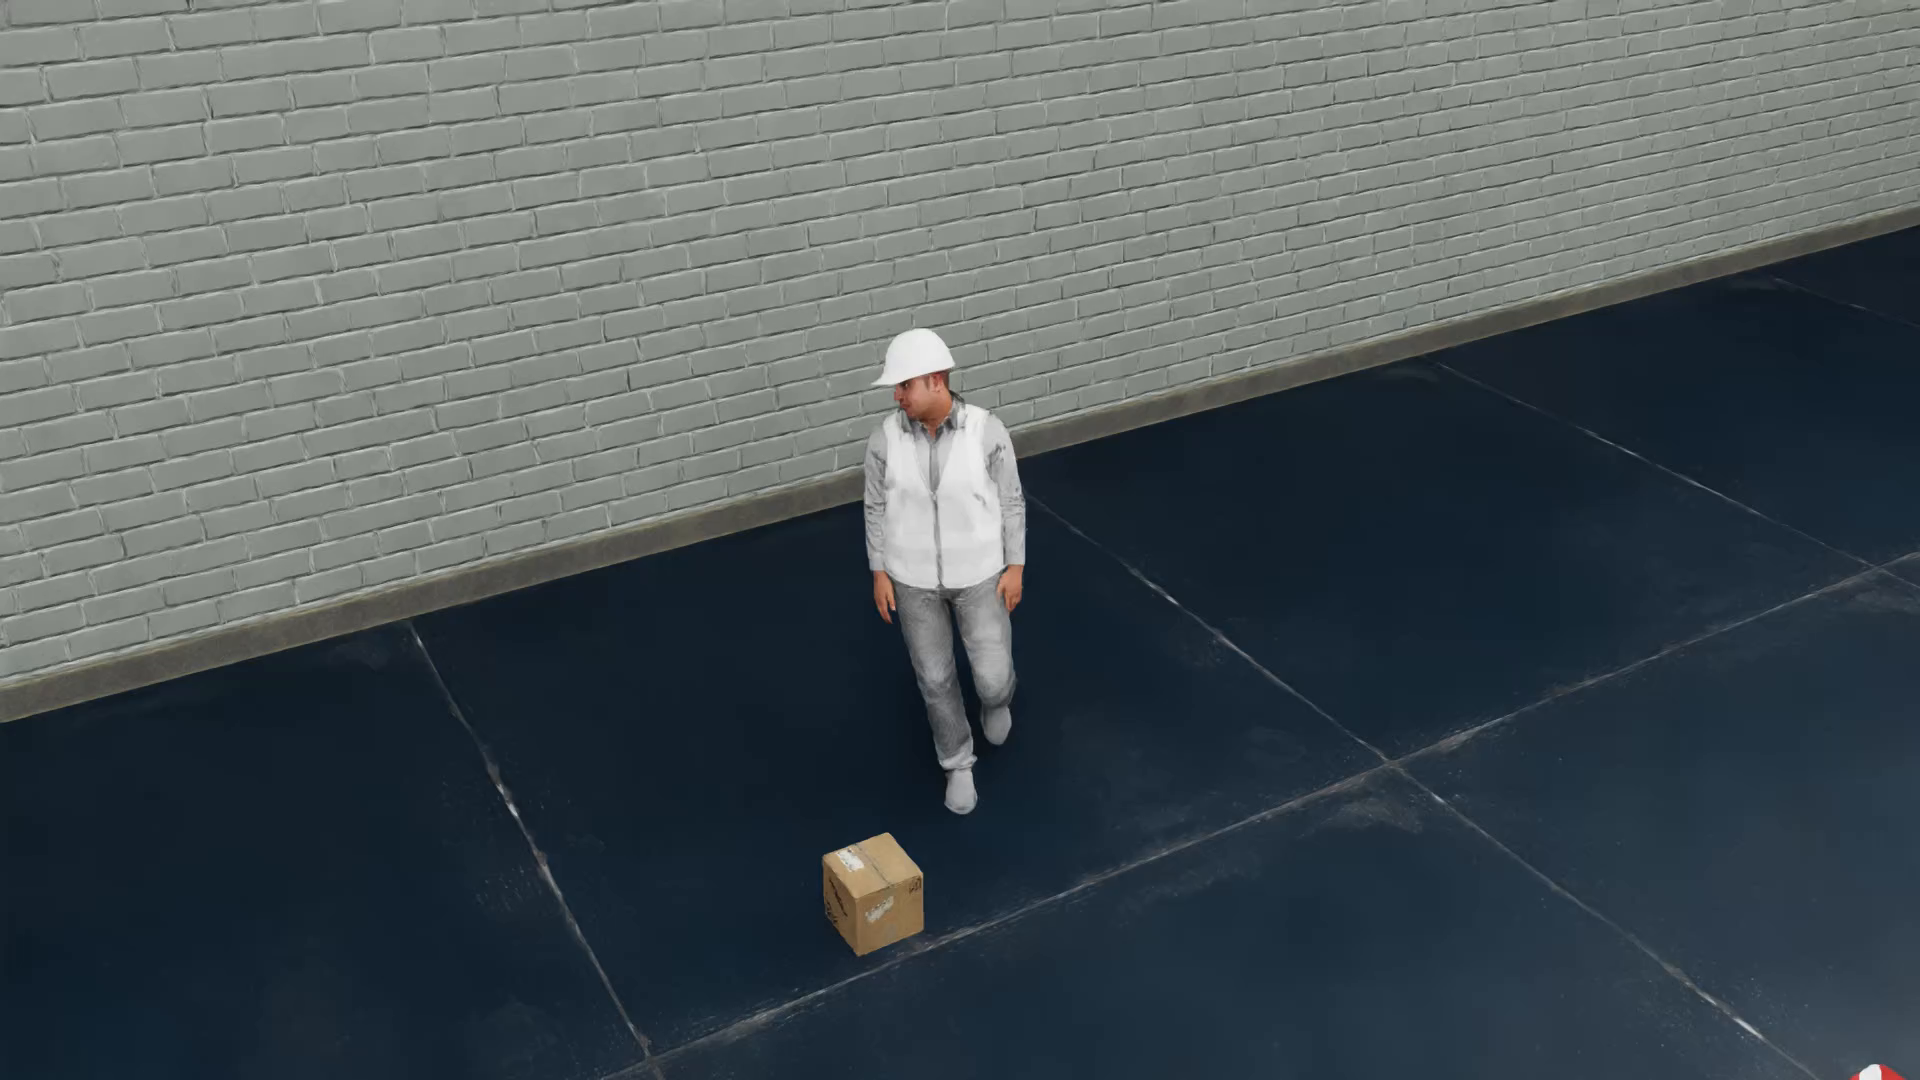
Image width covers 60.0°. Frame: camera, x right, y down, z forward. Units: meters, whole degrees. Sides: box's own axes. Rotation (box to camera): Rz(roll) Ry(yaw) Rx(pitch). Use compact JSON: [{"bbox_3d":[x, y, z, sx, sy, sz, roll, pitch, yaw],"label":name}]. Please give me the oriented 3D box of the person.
[{"bbox_3d":[-0.056,0.122,5.904,0.580,1.745,0.555,2,29,4],"label":"person"}]
